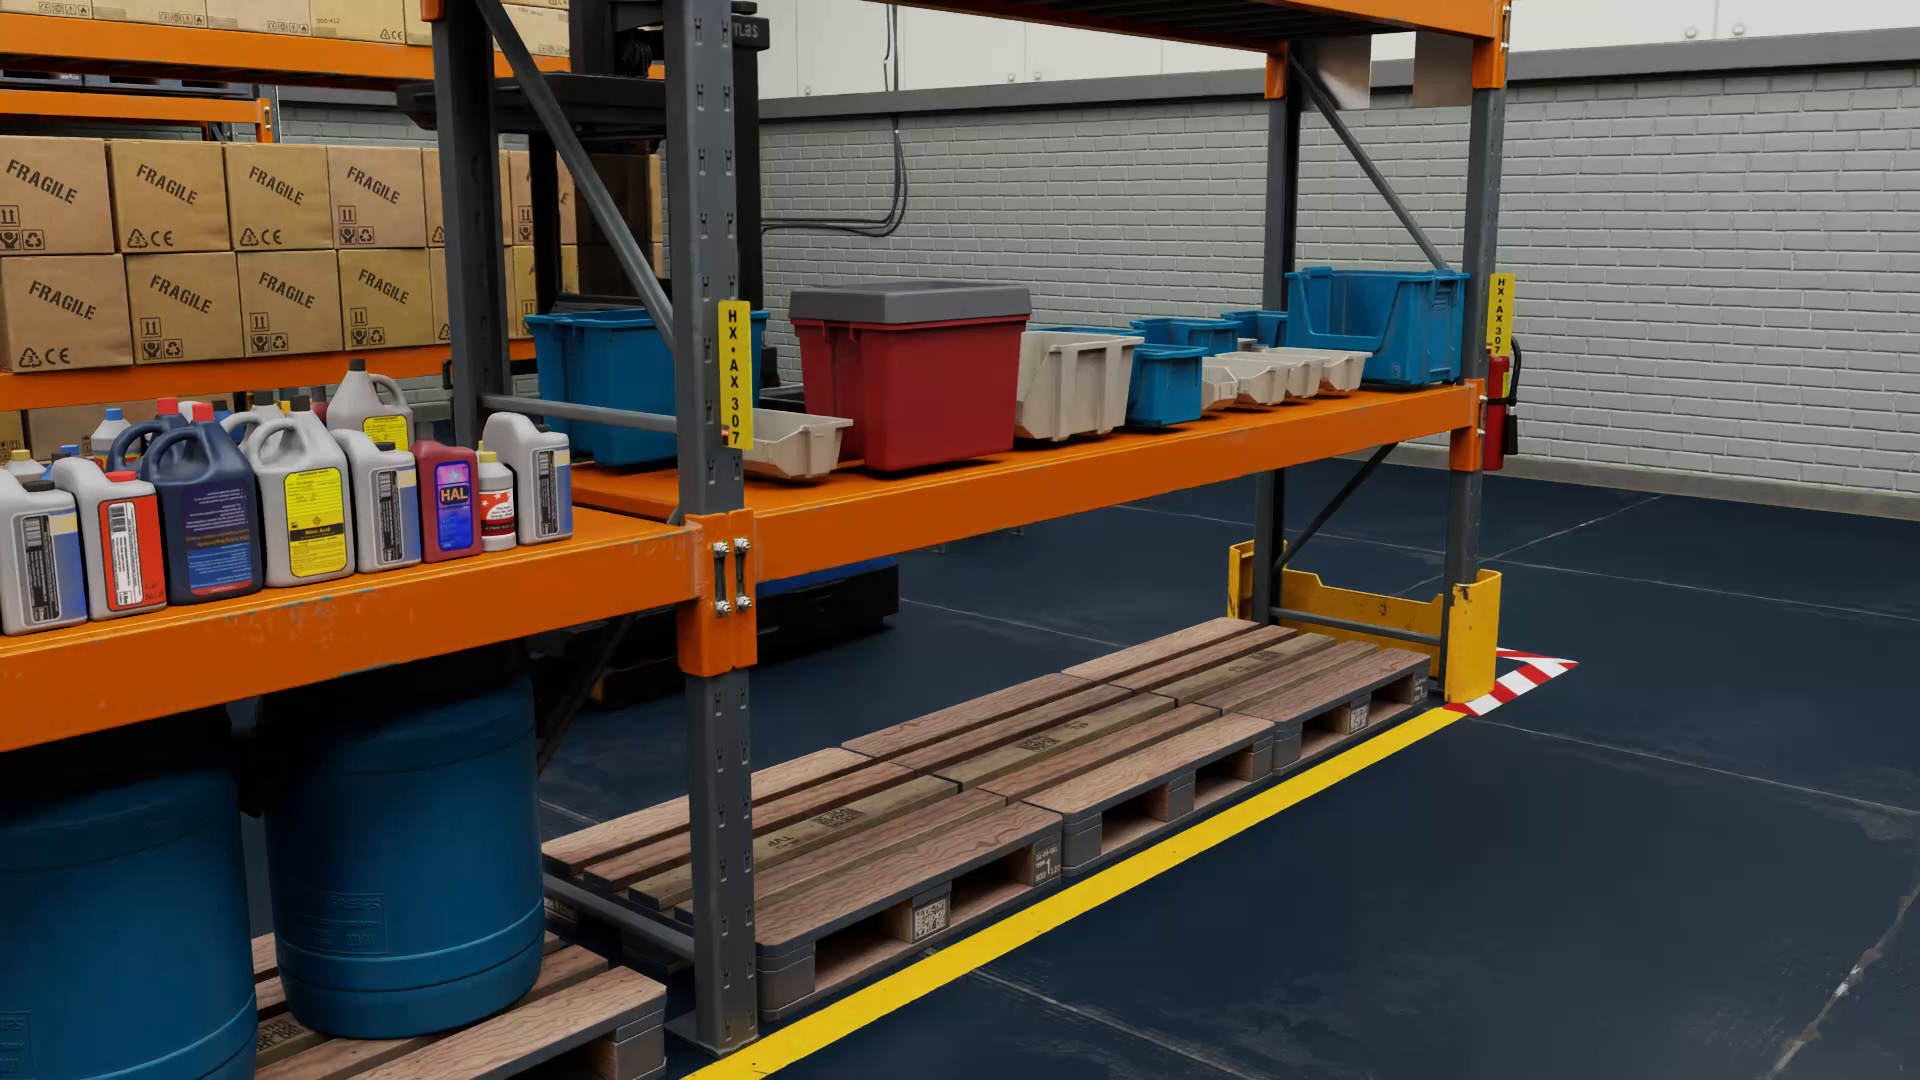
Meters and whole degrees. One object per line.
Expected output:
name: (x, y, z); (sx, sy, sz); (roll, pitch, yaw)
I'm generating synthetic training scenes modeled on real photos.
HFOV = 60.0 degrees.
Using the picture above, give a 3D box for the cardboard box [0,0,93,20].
cardboard box: (-4.118, -2.378, 7.182); (0.500, 0.250, 0.500); (10, 15, 40)

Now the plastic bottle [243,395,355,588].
plastic bottle: (-1.268, -0.098, 3.170); (0.144, 0.351, 0.185); (10, 15, 40)

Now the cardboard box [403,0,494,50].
cardboard box: (-2.785, -2.670, 8.644); (0.500, 0.250, 0.500); (10, 15, 40)

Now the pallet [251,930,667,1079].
pallet: (-1.448, 1.176, 3.786); (1.003, 0.211, 1.213); (10, 15, 40)

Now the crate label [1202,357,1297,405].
crate label: (0.963, -0.560, 5.878); (0.396, 0.136, 0.243); (10, 15, 40)

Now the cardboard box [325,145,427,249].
cardboard box: (-3.083, -1.741, 8.460); (0.500, 0.500, 0.500); (10, 15, 42)

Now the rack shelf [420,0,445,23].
rack shelf: (-2.227, -1.124, 2.358); (1.077, 0.370, 4.000); (10, 15, 40)

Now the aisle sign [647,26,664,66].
aisle sign: (-1.710, -2.775, 9.807); (0.394, 0.787, 0.004); (10, 15, 40)

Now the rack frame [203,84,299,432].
rack frame: (-5.708, -2.169, 13.414); (1.000, 3.000, 0.127); (10, 15, 40)

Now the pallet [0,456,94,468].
pallet: (-6.983, -0.495, 12.153); (1.003, 0.211, 1.213); (10, 15, 40)

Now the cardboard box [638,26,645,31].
cardboard box: (-2.126, -2.817, 9.382); (0.500, 0.250, 0.500); (10, 15, 40)

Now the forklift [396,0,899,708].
forklift: (-1.628, -0.862, 7.042); (1.130, 2.935, 3.031); (9, 15, 39)

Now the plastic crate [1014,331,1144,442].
plastic crate: (0.239, -0.472, 5.065); (0.437, 0.282, 0.530); (10, 15, 40)

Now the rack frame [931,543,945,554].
rack frame: (-0.246, -0.681, 9.790); (0.400, 1.500, 0.023); (10, 15, 40)

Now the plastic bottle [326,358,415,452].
plastic bottle: (-1.410, -0.260, 3.980); (0.144, 0.351, 0.185); (10, 15, 40)

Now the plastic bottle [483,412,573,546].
plastic bottle: (-0.924, -0.139, 3.567); (0.152, 0.276, 0.135); (10, 15, 40)

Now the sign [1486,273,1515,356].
sign: (2.157, -0.900, 6.640); (0.100, 0.325, 0.005); (10, 15, 40)

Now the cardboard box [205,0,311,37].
cardboard box: (-3.454, -2.524, 7.915); (0.500, 0.250, 0.500); (10, 15, 40)

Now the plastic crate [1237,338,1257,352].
plastic crate: (1.049, -0.758, 6.869); (0.250, 0.136, 0.298); (10, 15, 40)

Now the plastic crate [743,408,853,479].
plastic crate: (-0.492, -0.250, 4.324); (0.396, 0.136, 0.243); (10, 15, 40)

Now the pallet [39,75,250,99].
pallet: (-6.190, -3.486, 12.575); (1.003, 0.211, 1.213); (10, 15, 40)

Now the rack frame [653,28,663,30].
rack frame: (-1.985, -4.471, 9.622); (1.000, 3.000, 0.127); (10, 15, 40)

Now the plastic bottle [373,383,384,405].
plastic bottle: (-1.470, -0.244, 4.072); (0.061, 0.283, 0.133); (10, 15, 40)

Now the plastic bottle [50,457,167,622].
plastic bottle: (-1.498, -0.011, 2.926); (0.152, 0.276, 0.135); (10, 15, 40)

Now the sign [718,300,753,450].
sign: (-0.495, -0.364, 3.670); (0.100, 0.325, 0.005); (10, 15, 40)

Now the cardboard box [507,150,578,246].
cardboard box: (-2.405, -1.893, 9.224); (0.500, 0.500, 0.500); (10, 15, 42)

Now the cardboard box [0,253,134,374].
cardboard box: (-4.084, -1.030, 7.453); (0.500, 0.500, 0.500); (10, 15, 42)

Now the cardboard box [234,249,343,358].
cardboard box: (-3.417, -1.179, 8.199); (0.500, 0.500, 0.500); (10, 15, 40)

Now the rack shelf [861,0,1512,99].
rack shelf: (0.413, -1.712, 5.304); (1.077, 0.370, 4.000); (10, 15, 40)

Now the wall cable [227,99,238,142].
wall cable: (-5.574, -2.978, 14.870); (0.084, 1.984, 1.851); (10, 15, 40)

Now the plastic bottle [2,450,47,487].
plastic bottle: (-1.966, -0.088, 3.499); (0.097, 0.201, 0.097); (0, 11, 0)

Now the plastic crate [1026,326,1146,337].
plastic crate: (0.454, -0.648, 6.072); (0.416, 0.233, 0.300); (10, 15, 40)

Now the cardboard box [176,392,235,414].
cardboard box: (-6.095, -1.033, 13.037); (0.700, 0.500, 0.500); (10, 15, 40)

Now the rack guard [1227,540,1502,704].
rack guard: (1.740, 0.332, 7.272); (1.175, 0.500, 0.348); (10, 15, 40)

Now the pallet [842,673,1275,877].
pallet: (0.354, 0.774, 5.797); (1.003, 0.211, 1.213); (10, 15, 40)

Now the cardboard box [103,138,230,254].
cardboard box: (-3.763, -1.589, 7.701); (0.500, 0.500, 0.500); (9, 15, 39)

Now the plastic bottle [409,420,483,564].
plastic bottle: (-1.043, -0.103, 3.366); (0.061, 0.283, 0.133); (10, 15, 40)

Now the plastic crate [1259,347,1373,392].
plastic crate: (1.331, -0.645, 6.303); (0.396, 0.136, 0.243); (10, 15, 40)

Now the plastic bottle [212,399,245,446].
plastic bottle: (-1.684, -0.185, 3.806); (0.097, 0.271, 0.097); (0, 11, 0)

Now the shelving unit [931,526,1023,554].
shelving unit: (-0.004, -0.734, 10.059); (0.431, 1.500, 0.755); (10, 15, 40)

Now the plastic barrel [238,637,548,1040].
plastic barrel: (-1.279, 0.601, 3.829); (0.600, 0.901, 0.708); (10, 15, 40)

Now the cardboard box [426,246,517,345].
cardboard box: (-2.749, -1.328, 8.945); (0.500, 0.500, 0.500); (10, 15, 41)

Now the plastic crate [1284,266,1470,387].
plastic crate: (1.653, -0.862, 6.624); (0.616, 0.435, 0.499); (10, 15, 40)

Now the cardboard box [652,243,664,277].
cardboard box: (-2.076, -1.477, 9.694); (0.500, 0.500, 0.500); (10, 15, 42)

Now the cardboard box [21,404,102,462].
cardboard box: (-6.757, -0.886, 12.297); (0.700, 0.500, 0.500); (9, 14, 39)

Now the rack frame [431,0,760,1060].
rack frame: (-0.907, -0.300, 4.054); (1.000, 3.000, 0.127); (10, 15, 40)

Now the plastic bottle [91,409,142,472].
plastic bottle: (-1.837, -0.151, 3.635); (0.097, 0.271, 0.097); (0, 11, 0)

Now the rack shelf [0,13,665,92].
rack shelf: (-3.305, -2.353, 8.513); (1.077, 0.370, 4.000); (10, 15, 40)

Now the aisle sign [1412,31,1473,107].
aisle sign: (2.001, -2.136, 6.609); (0.394, 0.787, 0.004); (10, 15, 40)

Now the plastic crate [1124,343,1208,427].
plastic crate: (0.570, -0.500, 5.332); (0.416, 0.233, 0.300); (10, 15, 40)

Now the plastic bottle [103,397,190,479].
plastic bottle: (-1.498, -0.090, 3.127); (0.144, 0.351, 0.185); (10, 15, 40)
